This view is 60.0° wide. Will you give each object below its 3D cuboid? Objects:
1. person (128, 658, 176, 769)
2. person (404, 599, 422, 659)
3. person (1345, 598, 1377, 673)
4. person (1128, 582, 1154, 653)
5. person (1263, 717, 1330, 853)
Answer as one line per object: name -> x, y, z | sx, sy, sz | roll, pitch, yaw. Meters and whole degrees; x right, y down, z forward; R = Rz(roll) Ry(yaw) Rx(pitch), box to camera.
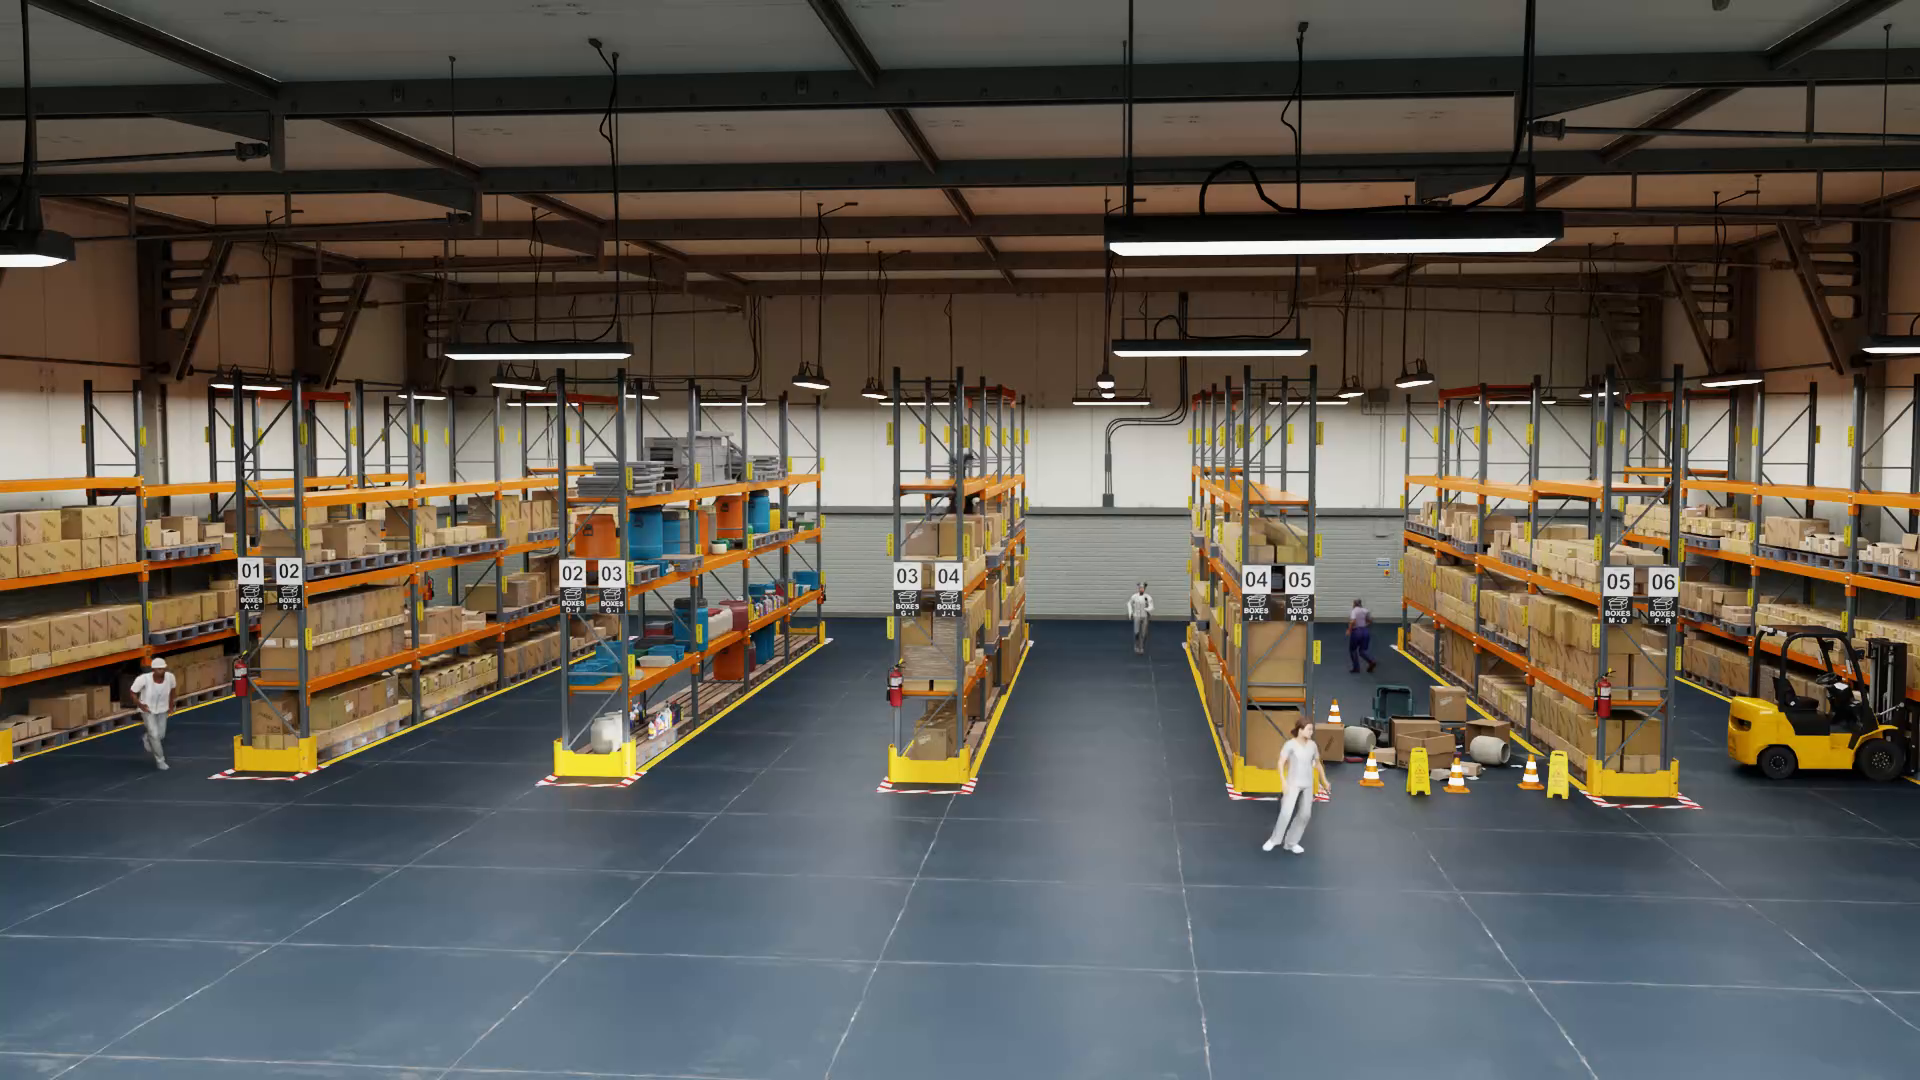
person -> -12.241, 2.613, 25.194 | 0.697, 1.702, 0.912 | -3, 5, -42
person -> -11.623, 2.011, 35.377 | 0.610, 1.576, 0.799 | -1, 4, -13
person -> 8.506, 2.033, 35.123 | 0.608, 1.601, 0.715 | -1, 4, -22
person -> 4.148, 1.783, 38.165 | 0.591, 1.655, 0.613 | 0, 4, 5
person -> 4.016, 2.946, 19.893 | 0.698, 1.640, 0.540 | -1, 4, -20
